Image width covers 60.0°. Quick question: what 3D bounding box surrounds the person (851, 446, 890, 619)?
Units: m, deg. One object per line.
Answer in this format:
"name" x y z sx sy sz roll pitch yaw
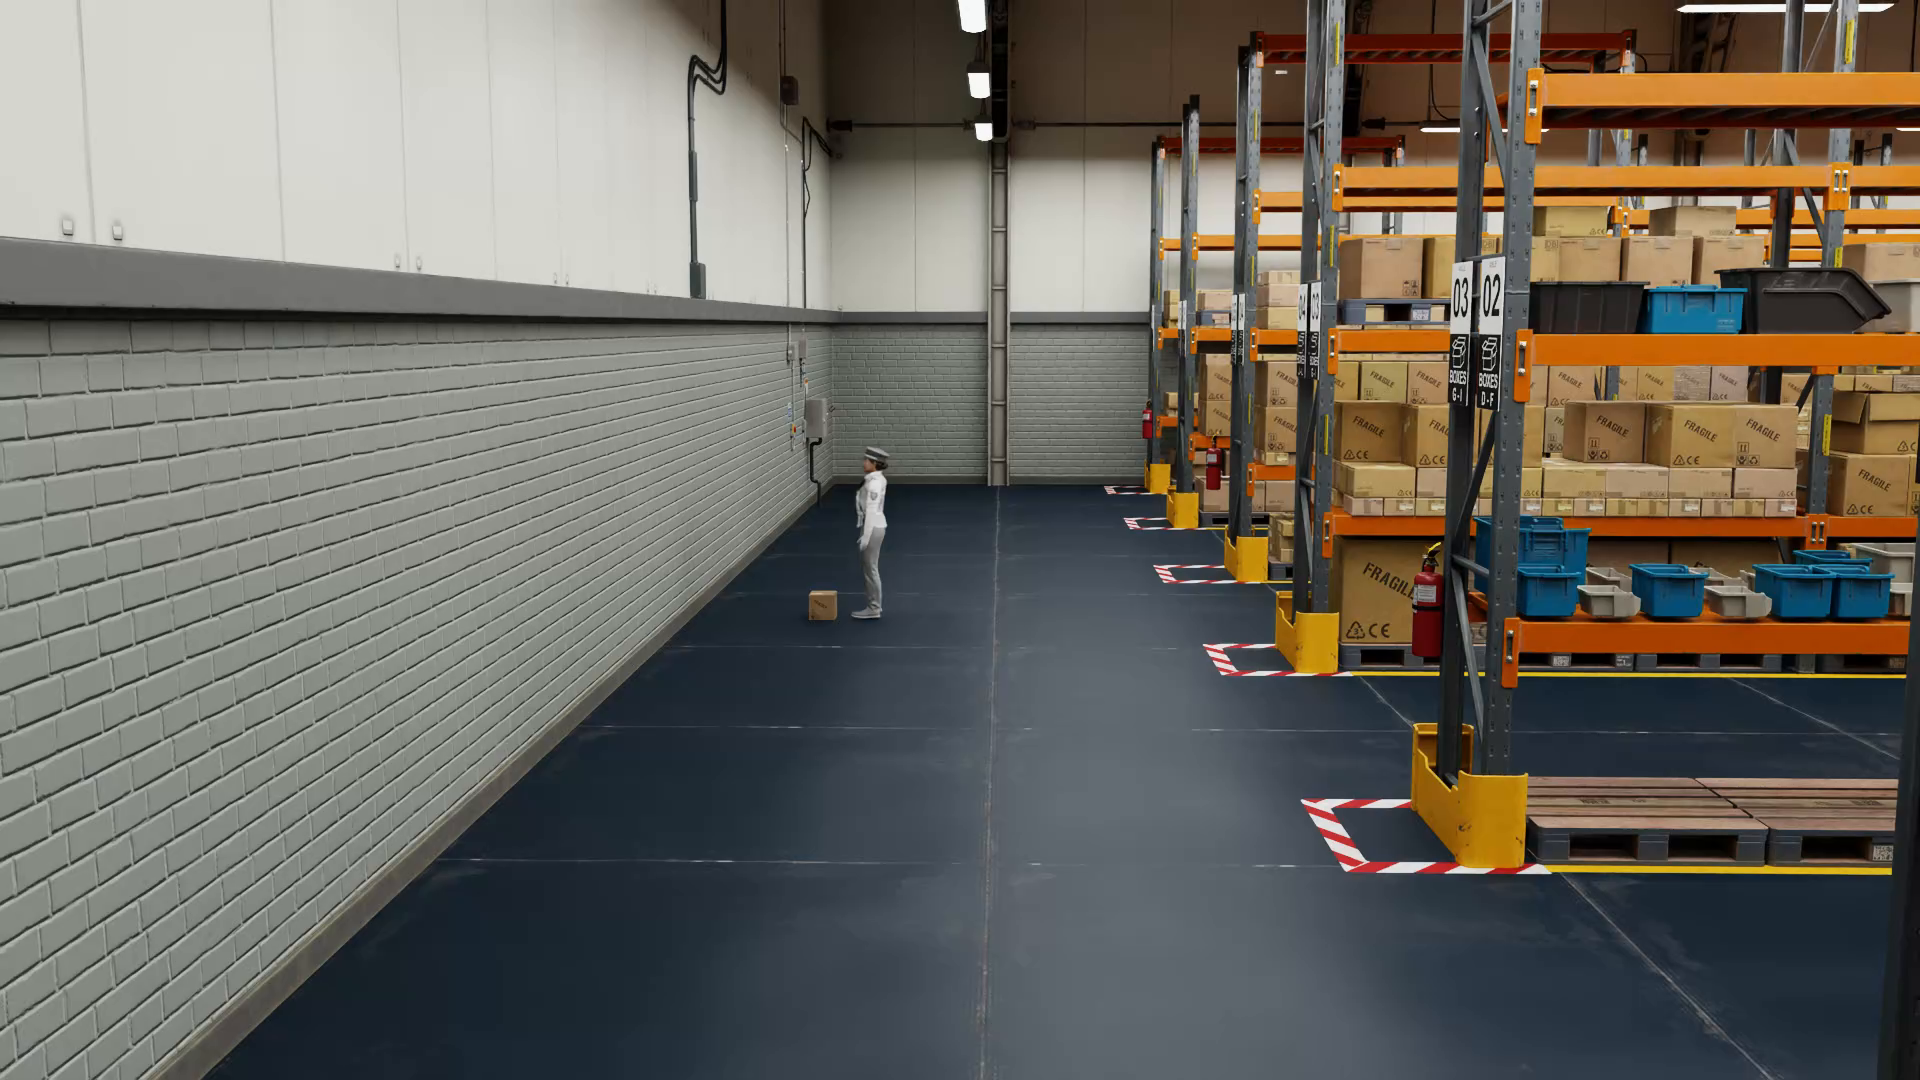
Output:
"person" -0.871 -0.048 16.203 0.384 1.744 0.490 0 7 2
